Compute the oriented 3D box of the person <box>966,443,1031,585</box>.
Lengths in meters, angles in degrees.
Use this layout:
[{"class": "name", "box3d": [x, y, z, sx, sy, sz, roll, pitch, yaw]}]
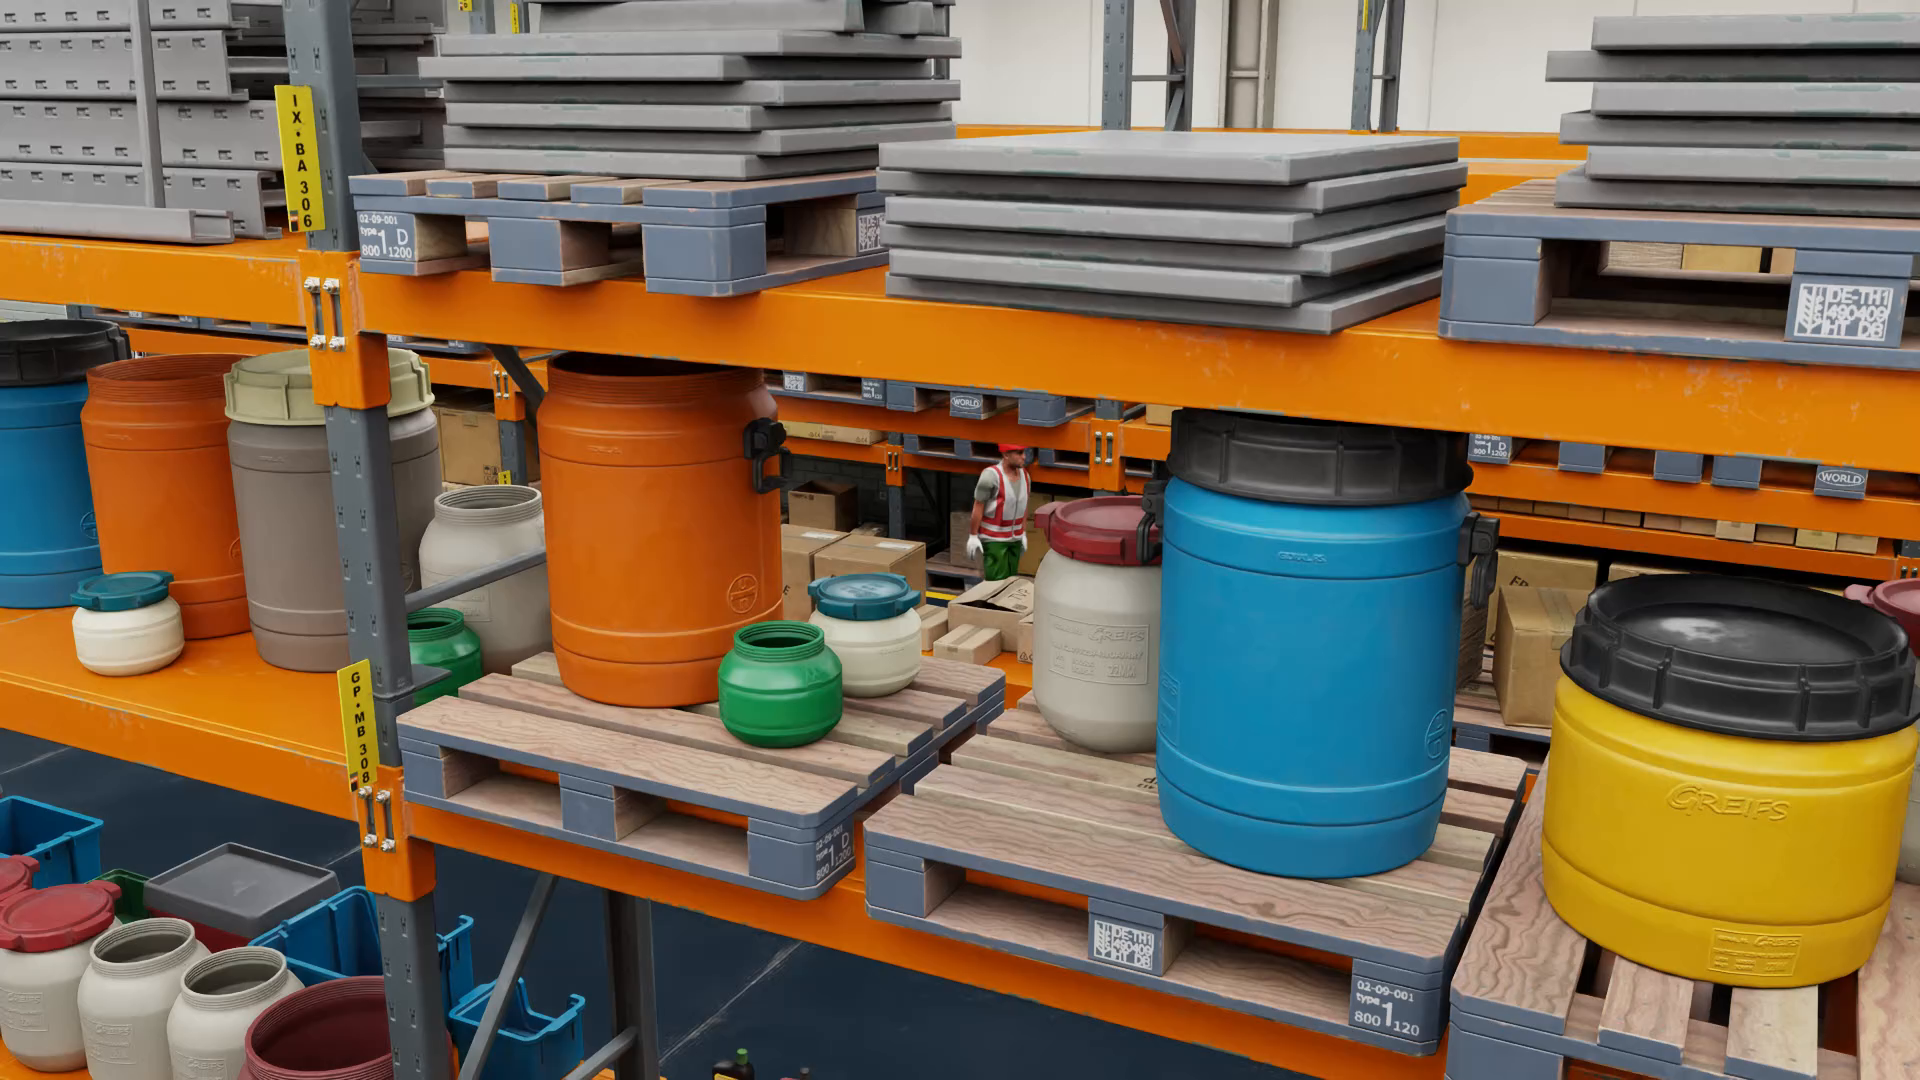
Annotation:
[{"class": "person", "box3d": [0.325, -0.004, 13.448, 0.585, 1.777, 0.501, -14, 21, -42]}]
